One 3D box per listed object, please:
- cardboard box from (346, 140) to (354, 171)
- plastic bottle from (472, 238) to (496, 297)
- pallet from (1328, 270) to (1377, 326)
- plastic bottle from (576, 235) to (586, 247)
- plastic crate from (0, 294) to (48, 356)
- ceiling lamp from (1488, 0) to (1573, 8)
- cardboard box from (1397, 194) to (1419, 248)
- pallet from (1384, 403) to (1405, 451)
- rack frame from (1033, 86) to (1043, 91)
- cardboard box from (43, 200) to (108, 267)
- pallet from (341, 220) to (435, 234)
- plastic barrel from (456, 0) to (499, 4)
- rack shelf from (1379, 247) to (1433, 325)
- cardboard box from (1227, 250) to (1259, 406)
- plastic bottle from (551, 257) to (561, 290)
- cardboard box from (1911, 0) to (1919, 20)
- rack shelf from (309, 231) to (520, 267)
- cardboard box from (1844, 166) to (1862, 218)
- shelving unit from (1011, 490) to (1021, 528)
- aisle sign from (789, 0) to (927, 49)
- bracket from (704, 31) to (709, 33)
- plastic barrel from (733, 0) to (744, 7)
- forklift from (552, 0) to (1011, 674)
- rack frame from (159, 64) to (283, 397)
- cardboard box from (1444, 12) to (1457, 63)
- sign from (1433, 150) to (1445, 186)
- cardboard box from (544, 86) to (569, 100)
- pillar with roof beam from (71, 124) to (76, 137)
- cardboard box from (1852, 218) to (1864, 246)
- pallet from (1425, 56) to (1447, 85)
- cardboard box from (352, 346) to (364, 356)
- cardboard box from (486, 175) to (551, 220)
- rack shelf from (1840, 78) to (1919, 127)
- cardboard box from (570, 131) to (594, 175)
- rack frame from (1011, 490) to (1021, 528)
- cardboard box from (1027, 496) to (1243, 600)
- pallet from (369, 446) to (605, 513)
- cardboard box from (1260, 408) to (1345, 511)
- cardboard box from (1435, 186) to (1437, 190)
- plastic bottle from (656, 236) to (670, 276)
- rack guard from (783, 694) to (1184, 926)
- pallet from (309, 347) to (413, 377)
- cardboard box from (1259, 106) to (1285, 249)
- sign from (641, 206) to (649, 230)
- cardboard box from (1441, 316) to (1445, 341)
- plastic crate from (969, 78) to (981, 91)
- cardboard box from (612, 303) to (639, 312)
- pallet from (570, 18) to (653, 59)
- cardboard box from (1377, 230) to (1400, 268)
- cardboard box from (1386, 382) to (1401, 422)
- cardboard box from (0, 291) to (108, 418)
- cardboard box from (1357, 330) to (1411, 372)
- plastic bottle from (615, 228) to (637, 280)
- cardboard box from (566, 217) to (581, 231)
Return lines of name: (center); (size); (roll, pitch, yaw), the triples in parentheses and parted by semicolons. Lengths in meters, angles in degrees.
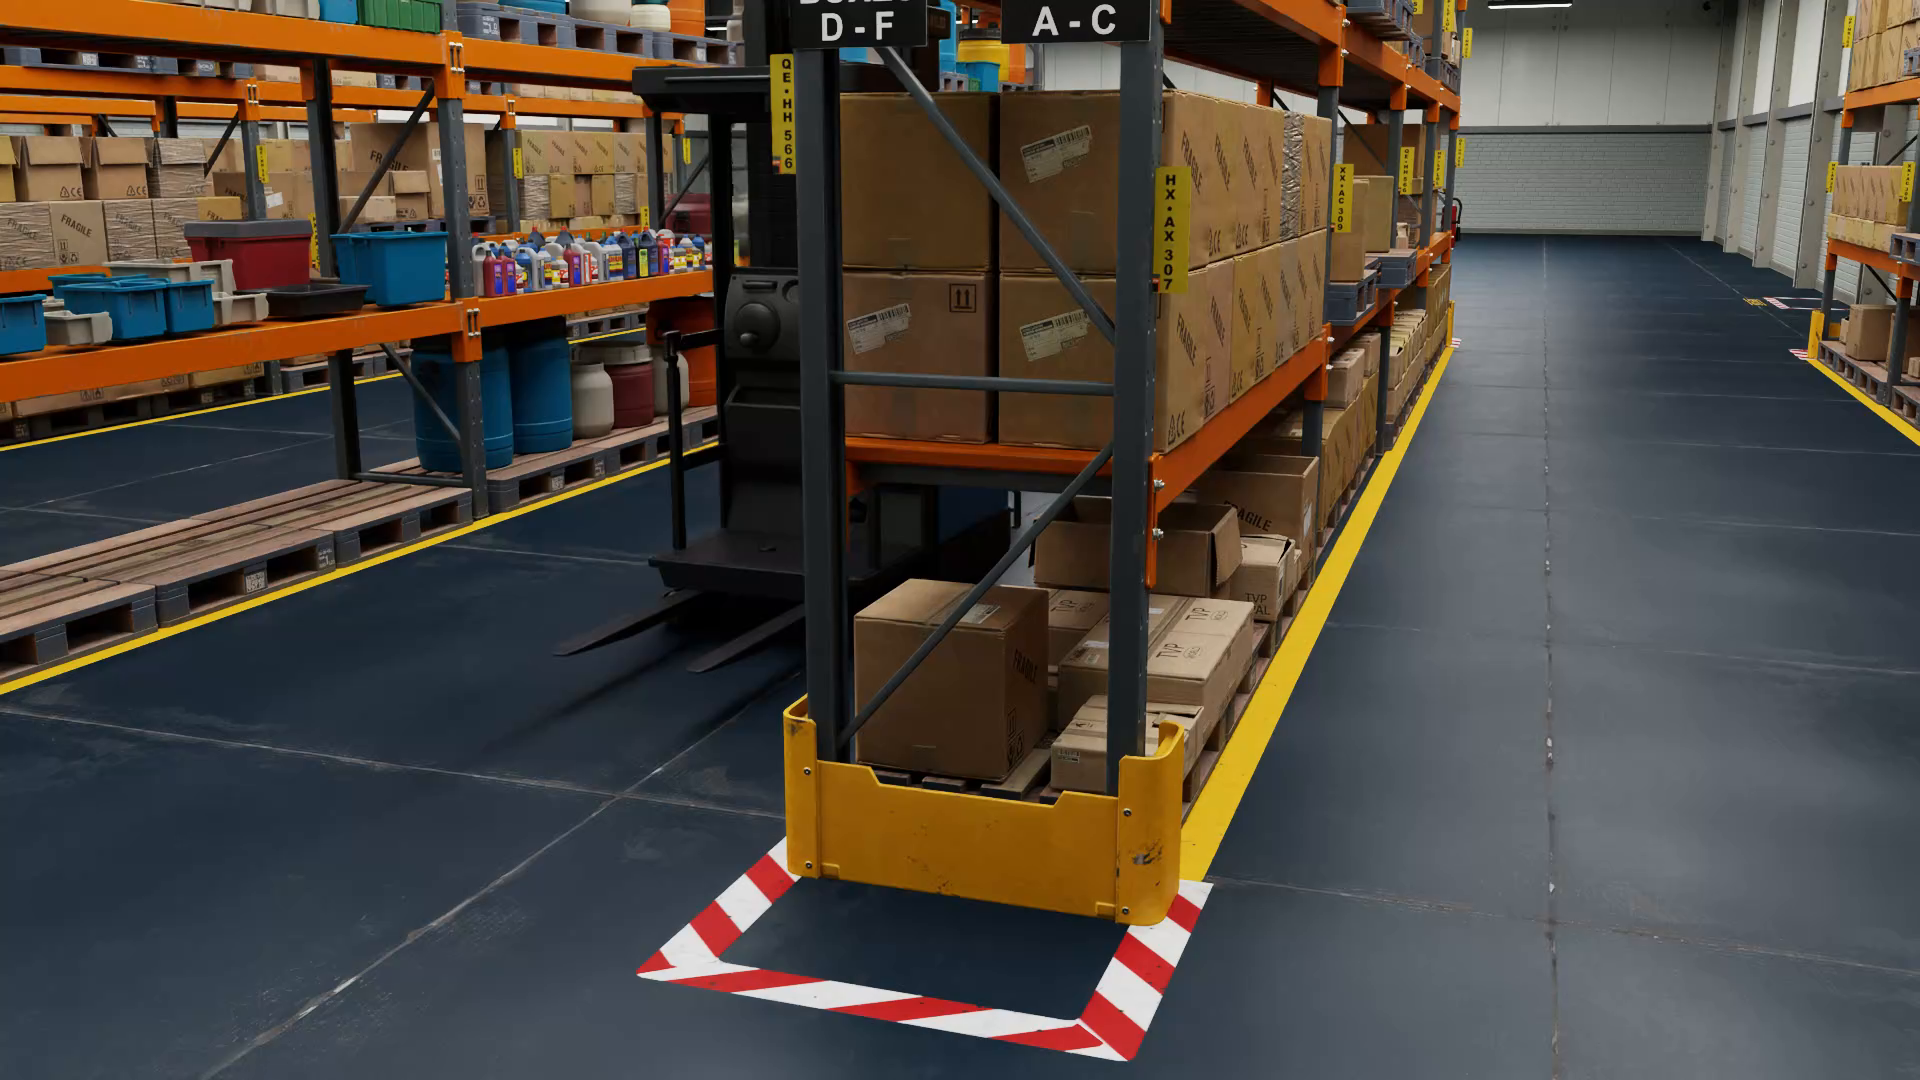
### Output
cardboard box: (-8.975, -5.414, 23.702); (0.875, 0.550, 0.550); (4, 14, 18)
plastic bottle: (-2.920, -1.663, 10.144); (0.144, 0.351, 0.185); (4, 14, 18)
pallet: (1.694, -1.337, 9.037); (1.003, 0.211, 1.213); (4, 14, 18)
plastic bottle: (-2.836, -2.143, 12.425); (0.097, 0.271, 0.097); (0, 13, 0)
plastic crate: (-4.044, -0.900, 6.932); (0.416, 0.233, 0.300); (4, 14, 18)
ceiling lamp: (14.258, -14.862, 41.263); (2.000, 3.185, 0.800); (4, 14, 18)
cardboard box: (4.058, -3.097, 16.093); (0.700, 0.500, 0.500); (4, 13, 17)
pallet: (2.929, -0.924, 13.061); (1.003, 0.211, 1.213); (4, 14, 18)
rack frame: (0.529, -4.154, 20.949); (1.000, 3.000, 0.127); (4, 14, 18)
cardboard box: (-7.169, -2.433, 13.180); (0.500, 0.500, 0.500); (5, 14, 19)
pallet: (-6.144, -3.153, 16.992); (1.003, 0.211, 1.213); (4, 14, 18)
plastic barrel: (-2.946, -3.454, 9.890); (0.433, 0.535, 0.433); (0, 13, 0)
rack shelf: (3.273, -2.183, 13.928); (1.077, 0.370, 4.000); (4, 14, 18)
cardboard box: (0.758, -0.766, 5.878); (0.500, 0.500, 0.500); (4, 14, 18)
plastic bottle: (-2.630, -1.721, 10.734); (0.097, 0.201, 0.097); (0, 13, 0)
cardboard box: (8.514, -4.732, 14.223); (0.500, 0.500, 0.500); (3, 13, 14)
rack shelf: (-6.099, -2.897, 17.057); (1.077, 0.370, 4.000); (4, 14, 18)
cardboard box: (9.122, -3.453, 16.482); (0.500, 0.500, 0.500); (4, 13, 17)
shelving unit: (0.034, -0.743, 9.374); (0.431, 1.500, 0.755); (5, 14, 21)
aisle sign: (-0.274, -1.703, 4.368); (0.394, 0.787, 0.004); (4, 14, 18)
bracket: (-8.558, -16.932, 55.360); (0.076, 0.066, 3.189); (4, 14, 18)
plastic barrel: (-1.589, -4.334, 13.869); (0.600, 0.901, 0.600); (0, 13, 0)
forklift: (-0.739, -1.051, 7.507); (1.130, 2.935, 3.031); (5, 14, 21)
rack frame: (-6.746, -2.827, 15.131); (1.000, 3.000, 0.127); (4, 14, 18)
cardboard box: (4.572, -5.078, 16.765); (0.797, 0.503, 0.637); (6, 14, 25)
sign: (4.437, -3.444, 15.411); (0.100, 0.325, 0.005); (4, 14, 18)
cardboard box: (-4.898, -5.246, 19.328); (0.500, 0.250, 0.500); (4, 14, 18)
pillar with roof beam: (-13.296, -9.378, 30.351); (9.100, 9.000, 0.400); (4, 14, 18)
cardboard box: (8.954, -2.974, 16.071); (0.500, 0.250, 0.500); (4, 14, 19)
pallet: (4.172, -4.556, 16.164); (1.003, 0.211, 1.213); (4, 14, 18)
cardboard box: (-6.381, -2.083, 16.501); (0.700, 0.500, 0.500); (3, 13, 14)
cardboard box: (-5.248, -3.953, 19.173); (0.875, 0.500, 0.500); (4, 14, 18)
rack shelf: (9.256, -4.132, 15.725); (1.077, 0.370, 4.000); (4, 14, 18)
cardboard box: (-4.743, -4.637, 19.924); (0.500, 0.500, 0.500); (4, 14, 18)
rack frame: (0.170, -0.819, 9.706); (0.400, 1.500, 0.023); (5, 14, 21)
cardboard box: (0.729, 0.128, 6.807); (0.797, 0.503, 0.637); (4, 14, 18)
pallet: (-3.065, -0.428, 10.888); (1.003, 0.211, 1.213); (4, 14, 18)
cardboard box: (1.881, -0.464, 9.407); (0.500, 0.500, 0.500); (5, 14, 19)
cardboard box: (4.937, -3.851, 17.936); (0.380, 0.149, 0.250); (5, 14, 20)
plastic bottle: (-2.157, -2.057, 12.020); (0.061, 0.283, 0.133); (4, 14, 18)
rack guard: (0.062, 0.774, 4.972); (1.175, 0.500, 0.348); (4, 14, 18)
pallet: (-6.096, -1.888, 17.284); (1.003, 0.211, 1.213); (4, 14, 18)
cardboard box: (0.923, -1.362, 6.241); (0.500, 0.500, 0.500); (4, 14, 18)
sign: (-2.583, -2.588, 13.718); (0.100, 0.325, 0.005); (4, 14, 18)
cardboard box: (5.010, -2.316, 18.128); (0.500, 0.250, 0.500); (4, 14, 18)
plastic crate: (0.003, -4.984, 18.318); (0.336, 0.188, 0.450); (4, 14, 18)
cardboard box: (-4.537, -3.239, 21.610); (0.500, 0.500, 0.500); (9, 15, 33)
pallet: (-2.829, -3.409, 11.368); (1.003, 0.211, 1.213); (4, 14, 18)
cardboard box: (3.099, -2.244, 12.777); (0.500, 0.311, 0.500); (4, 14, 18)
cardboard box: (3.073, -1.066, 12.653); (0.500, 0.250, 0.500); (4, 14, 18)
cardboard box: (-7.564, -1.478, 13.053); (1.225, 0.875, 0.875); (4, 13, 16)
cardboard box: (3.403, -1.558, 13.547); (0.500, 0.311, 0.500); (4, 13, 17)
plastic bottle: (-2.351, -1.992, 11.585); (0.144, 0.351, 0.185); (4, 14, 18)
cardboard box: (-4.758, -3.779, 19.870); (0.380, 0.149, 0.250); (4, 14, 18)
